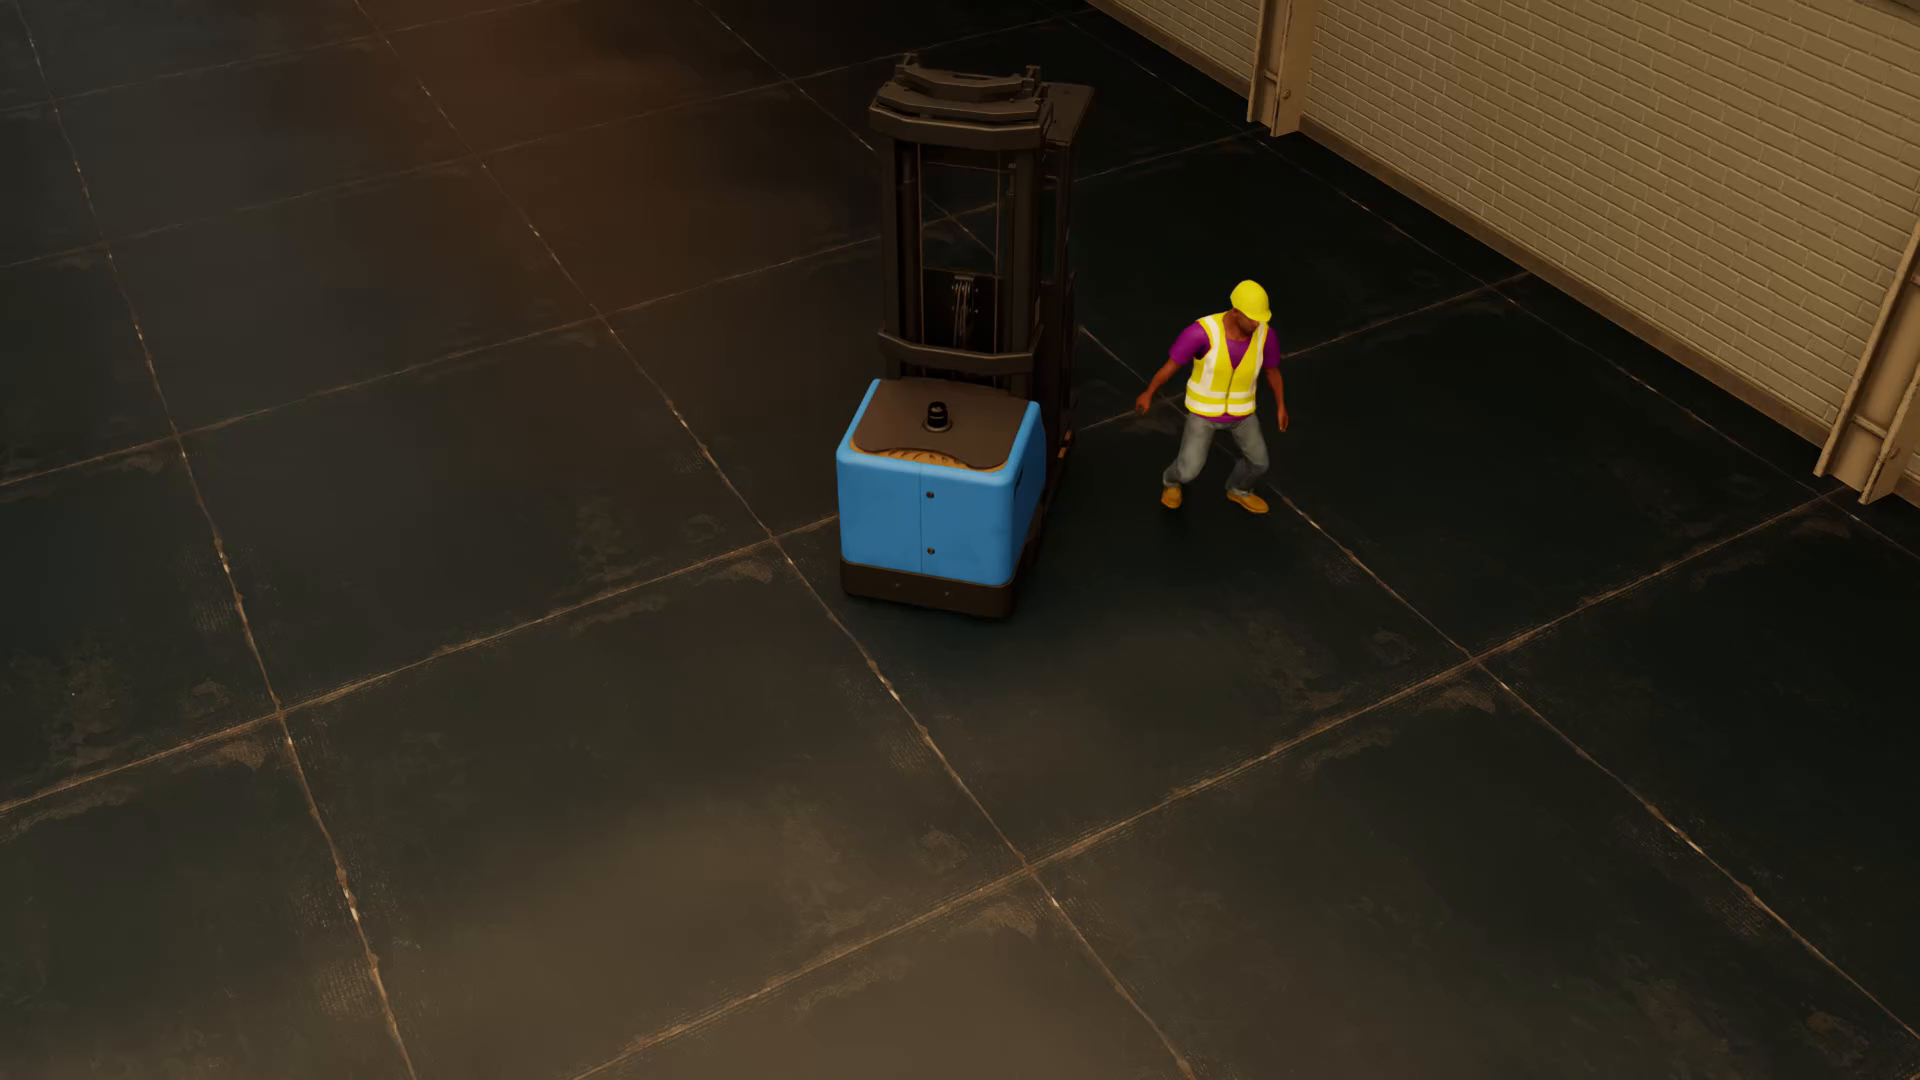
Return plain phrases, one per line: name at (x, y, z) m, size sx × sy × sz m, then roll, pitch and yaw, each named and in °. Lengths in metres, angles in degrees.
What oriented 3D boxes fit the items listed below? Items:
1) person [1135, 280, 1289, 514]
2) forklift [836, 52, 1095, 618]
person at (1.528, -0.843, 10.035) m, size 0.926 × 1.683 × 0.491 m, roll -3°, pitch 40°, yaw -4°
forklift at (0.145, -1.623, 9.993) m, size 1.130 × 2.935 × 3.031 m, roll 9°, pitch 41°, yaw 11°
